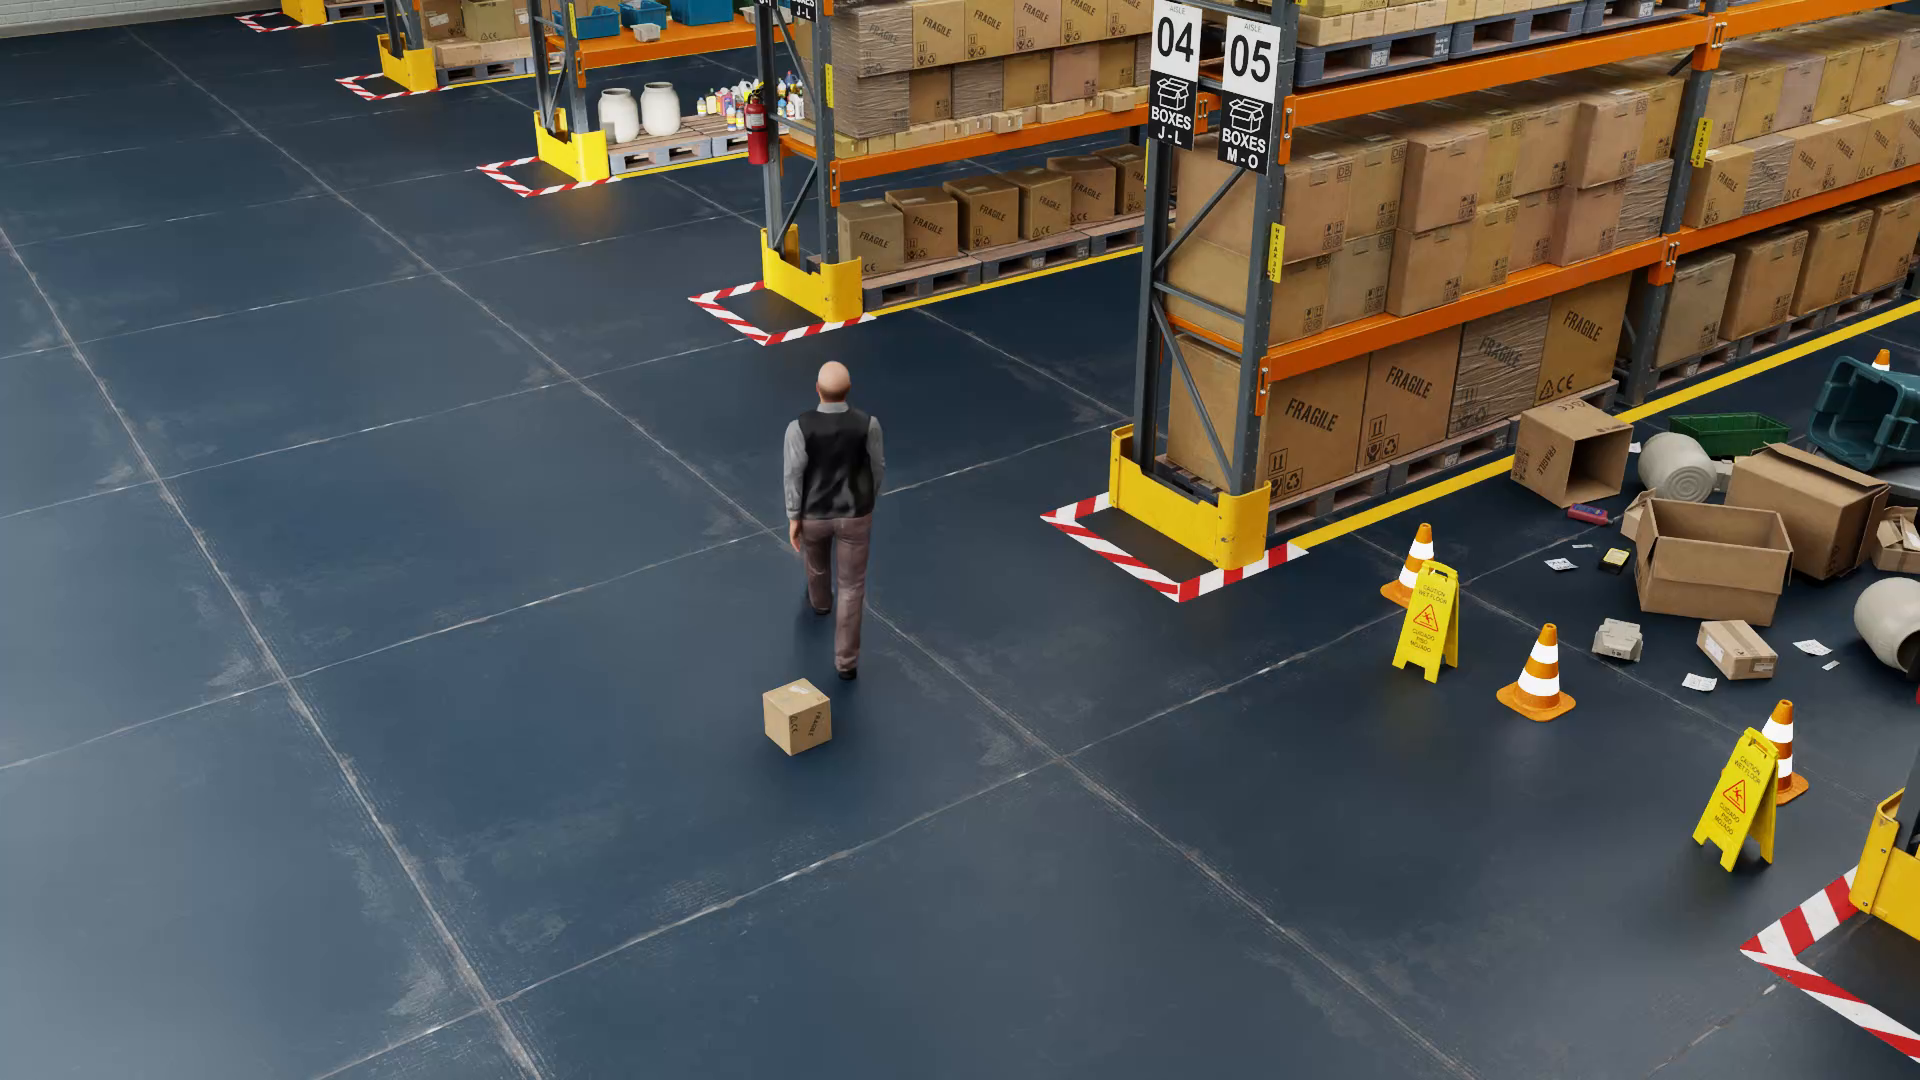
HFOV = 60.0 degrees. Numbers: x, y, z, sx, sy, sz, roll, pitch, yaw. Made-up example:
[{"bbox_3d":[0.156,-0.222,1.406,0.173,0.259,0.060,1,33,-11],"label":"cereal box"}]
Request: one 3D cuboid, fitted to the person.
[{"bbox_3d":[-0.666,-0.186,8.986,0.537,1.657,1.033,-1,28,-2],"label":"person"}]
